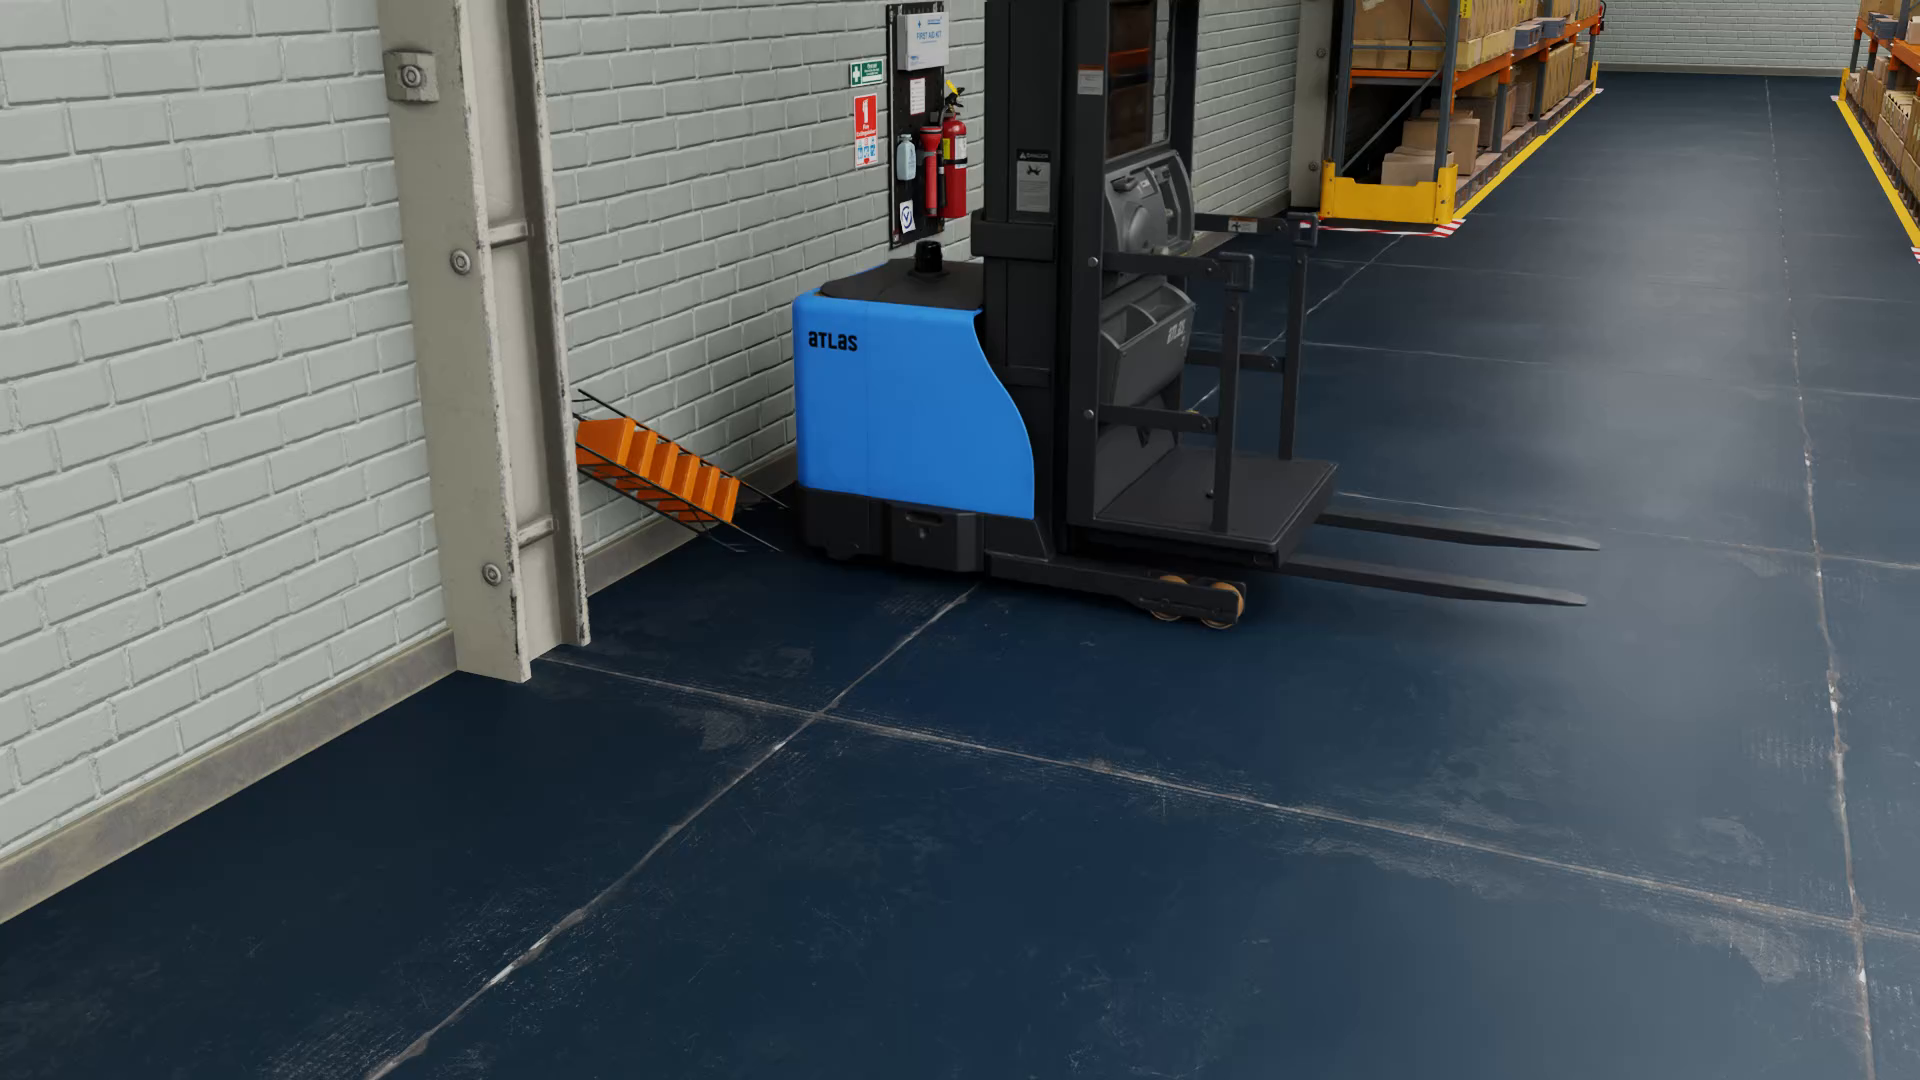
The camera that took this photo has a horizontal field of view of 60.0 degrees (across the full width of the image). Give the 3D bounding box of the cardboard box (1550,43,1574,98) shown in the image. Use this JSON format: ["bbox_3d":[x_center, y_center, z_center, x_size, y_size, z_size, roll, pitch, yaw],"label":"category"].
[{"bbox_3d":[8.644,-6.984,24.713,0.750,0.750,0.750,9,21,23],"label":"cardboard box"}]

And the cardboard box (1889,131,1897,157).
[{"bbox_3d":[10.360,-4.272,17.980,0.500,0.250,0.500,9,21,24],"label":"cardboard box"}]

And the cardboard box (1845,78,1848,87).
[{"bbox_3d":[14.466,-7.343,26.739,0.380,0.149,0.250,9,21,23],"label":"cardboard box"}]

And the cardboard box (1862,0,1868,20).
[{"bbox_3d":[14.114,-8.196,25.390,0.500,0.500,0.500,8,21,23],"label":"cardboard box"}]

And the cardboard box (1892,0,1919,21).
[{"bbox_3d":[11.830,-6.568,20.184,0.700,0.500,0.500,2,20,4],"label":"cardboard box"}]

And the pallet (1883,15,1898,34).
[{"bbox_3d":[12.467,-6.619,21.391,1.003,0.211,1.213,9,21,23],"label":"pallet"}]

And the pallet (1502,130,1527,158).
[{"bbox_3d":[6.332,-4.869,20.345,1.003,0.211,1.213,9,21,23],"label":"pallet"}]

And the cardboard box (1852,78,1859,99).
[{"bbox_3d":[13.594,-6.720,24.745,0.500,0.311,0.500,9,21,23],"label":"cardboard box"}]

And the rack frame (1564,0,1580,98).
[{"bbox_3d":[8.792,-8.016,25.032,1.000,3.000,0.127,9,21,23],"label":"rack frame"}]

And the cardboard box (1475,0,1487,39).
[{"bbox_3d":[4.559,-4.894,15.329,0.500,0.500,0.500,9,21,23],"label":"cardboard box"}]

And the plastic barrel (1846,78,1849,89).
[{"bbox_3d":[14.612,-6.899,20.517,5.570,3.481,10.597,9,21,23],"label":"plastic barrel"}]

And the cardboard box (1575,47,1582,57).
[{"bbox_3d":[9.712,-7.796,26.548,0.380,0.149,0.250,8,21,21],"label":"cardboard box"}]

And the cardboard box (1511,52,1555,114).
[{"bbox_3d":[7.513,-6.405,22.415,0.885,1.199,0.750,8,21,22],"label":"cardboard box"}]

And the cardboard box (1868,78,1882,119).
[{"bbox_3d":[12.265,-5.782,21.824,0.500,0.500,0.500,8,21,21],"label":"cardboard box"}]

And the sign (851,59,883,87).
[{"bbox_3d":[-0.439,-2.208,7.856,0.001,0.109,0.331,9,21,23],"label":"sign"}]

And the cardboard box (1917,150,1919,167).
[{"bbox_3d":[8.949,-3.590,14.944,0.500,0.500,0.500,9,21,23],"label":"cardboard box"}]

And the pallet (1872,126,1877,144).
[{"bbox_3d":[12.015,-5.024,20.780,1.003,0.211,1.213,9,21,23],"label":"pallet"}]

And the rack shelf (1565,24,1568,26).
[{"bbox_3d":[7.973,-7.158,23.401,0.919,0.124,3.809,9,21,23],"label":"rack shelf"}]

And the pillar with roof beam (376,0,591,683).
[{"bbox_3d":[2.389,-3.248,2.672,9.100,9.000,0.400,9,21,23],"label":"pillar with roof beam"}]

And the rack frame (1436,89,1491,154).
[{"bbox_3d":[5.519,-5.570,18.154,0.949,2.616,0.053,9,21,23],"label":"rack frame"}]

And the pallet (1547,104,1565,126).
[{"bbox_3d":[8.046,-6.082,23.755,1.003,0.211,1.213,9,21,23],"label":"pallet"}]

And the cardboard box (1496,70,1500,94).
[{"bbox_3d":[6.189,-5.475,19.843,0.500,0.250,0.500,8,21,21],"label":"cardboard box"}]

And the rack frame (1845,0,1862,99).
[{"bbox_3d":[14.951,-8.560,26.562,1.000,3.000,0.127,9,21,23],"label":"rack frame"}]

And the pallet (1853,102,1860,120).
[{"bbox_3d":[13.595,-6.233,24.181,1.003,0.211,1.213,9,21,23],"label":"pallet"}]

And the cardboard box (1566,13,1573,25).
[{"bbox_3d":[8.628,-7.523,23.990,0.380,0.149,0.250,9,21,23],"label":"cardboard box"}]

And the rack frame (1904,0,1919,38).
[{"bbox_3d":[11.672,-6.115,19.687,0.949,2.616,0.053,9,21,23],"label":"rack frame"}]

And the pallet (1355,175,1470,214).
[{"bbox_3d":[4.274,-3.301,15.935,1.003,0.211,1.213,9,21,23],"label":"pallet"}]

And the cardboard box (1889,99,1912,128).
[{"bbox_3d":[10.564,-4.687,18.311,0.500,0.311,0.500,8,21,22],"label":"cardboard box"}]

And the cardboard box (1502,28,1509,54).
[{"bbox_3d":[5.387,-5.172,17.228,0.500,0.250,0.500,9,21,23],"label":"cardboard box"}]

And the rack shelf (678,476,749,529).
[{"bbox_3d":[-0.973,-0.145,6.525,0.258,0.180,0.103,-1,-20,33],"label":"rack shelf"}]

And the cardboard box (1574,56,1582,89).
[{"bbox_3d":[9.613,-7.560,26.855,0.700,0.500,0.500,9,22,24],"label":"cardboard box"}]

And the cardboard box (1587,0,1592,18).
[{"bbox_3d":[9.622,-8.767,26.696,0.980,0.700,0.700,7,21,20],"label":"cardboard box"}]

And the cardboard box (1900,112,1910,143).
[{"bbox_3d":[9.941,-4.222,17.003,0.500,0.311,0.500,9,21,23],"label":"cardboard box"}]

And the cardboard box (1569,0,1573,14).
[{"bbox_3d":[8.419,-7.727,23.597,0.500,0.500,0.500,9,21,23],"label":"cardboard box"}]

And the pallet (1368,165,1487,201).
[{"bbox_3d":[4.775,-3.672,16.979,1.003,0.211,1.213,9,21,23],"label":"pallet"}]

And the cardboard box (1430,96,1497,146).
[{"bbox_3d":[5.802,-4.827,19.140,0.700,0.500,0.500,9,22,25],"label":"cardboard box"}]

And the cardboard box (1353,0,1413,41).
[{"bbox_3d":[3.877,-4.813,15.101,0.500,0.500,0.500,8,21,22],"label":"cardboard box"}]

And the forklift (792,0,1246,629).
[{"bbox_3d":[0.895,-1.259,6.135,3.031,2.935,1.130,8,21,22],"label":"forklift"}]

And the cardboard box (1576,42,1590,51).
[{"bbox_3d":[10.348,-8.273,27.889,0.380,0.149,0.250,8,21,22],"label":"cardboard box"}]

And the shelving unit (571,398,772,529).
[{"bbox_3d":[-1.121,-0.240,6.302,0.258,0.183,1.046,-1,-20,33],"label":"shelving unit"}]

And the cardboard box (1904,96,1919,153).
[{"bbox_3d":[9.561,-4.049,16.234,0.500,0.500,0.500,9,21,23],"label":"cardboard box"}]

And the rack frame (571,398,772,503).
[{"bbox_3d":[-1.105,-0.325,6.327,0.228,0.002,1.046,-1,-20,33],"label":"rack frame"}]

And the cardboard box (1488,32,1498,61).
[{"bbox_3d":[4.990,-4.862,16.357,0.500,0.250,0.500,9,21,23],"label":"cardboard box"}]

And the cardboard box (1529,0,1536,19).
[{"bbox_3d":[6.766,-6.728,20.605,0.700,0.500,0.500,6,21,18],"label":"cardboard box"}]

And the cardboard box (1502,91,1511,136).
[{"bbox_3d":[6.214,-5.143,20.026,0.700,0.500,0.500,9,21,23],"label":"cardboard box"}]

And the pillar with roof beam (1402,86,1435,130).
[{"bbox_3d":[9.760,-8.750,18.144,9.100,9.000,0.400,9,21,23],"label":"pillar with roof beam"}]

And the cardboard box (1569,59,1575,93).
[{"bbox_3d":[9.192,-7.251,25.984,0.700,0.500,0.500,9,21,23],"label":"cardboard box"}]

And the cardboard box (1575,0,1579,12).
[{"bbox_3d":[8.833,-8.037,24.468,0.500,0.500,0.500,8,21,22],"label":"cardboard box"}]

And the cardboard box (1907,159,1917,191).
[{"bbox_3d":[9.151,-3.390,15.501,0.500,0.250,0.500,9,21,23],"label":"cardboard box"}]

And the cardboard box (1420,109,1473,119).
[{"bbox_3d":[5.127,-4.277,17.593,0.500,0.500,0.500,7,21,19],"label":"cardboard box"}]

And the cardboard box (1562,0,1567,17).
[{"bbox_3d":[8.013,-7.414,22.715,0.500,0.500,0.500,8,21,22],"label":"cardboard box"}]

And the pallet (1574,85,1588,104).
[{"bbox_3d":[9.673,-7.298,27.175,1.003,0.211,1.213,9,21,23],"label":"pallet"}]

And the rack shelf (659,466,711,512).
[{"bbox_3d":[-1.050,-0.193,6.409,0.221,0.171,0.034,-1,-20,33],"label":"rack shelf"}]

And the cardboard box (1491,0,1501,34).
[{"bbox_3d":[4.977,-5.211,16.219,0.500,0.500,0.500,9,22,24],"label":"cardboard box"}]

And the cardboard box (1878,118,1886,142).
[{"bbox_3d":[10.987,-4.743,19.307,0.500,0.250,0.500,8,21,21],"label":"cardboard box"}]

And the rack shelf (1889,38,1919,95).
[{"bbox_3d":[10.856,-5.164,18.087,1.077,0.370,4.000,9,21,23],"label":"rack shelf"}]

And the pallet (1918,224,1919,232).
[{"bbox_3d":[8.674,-2.595,13.950,1.003,0.211,1.213,9,21,23],"label":"pallet"}]
